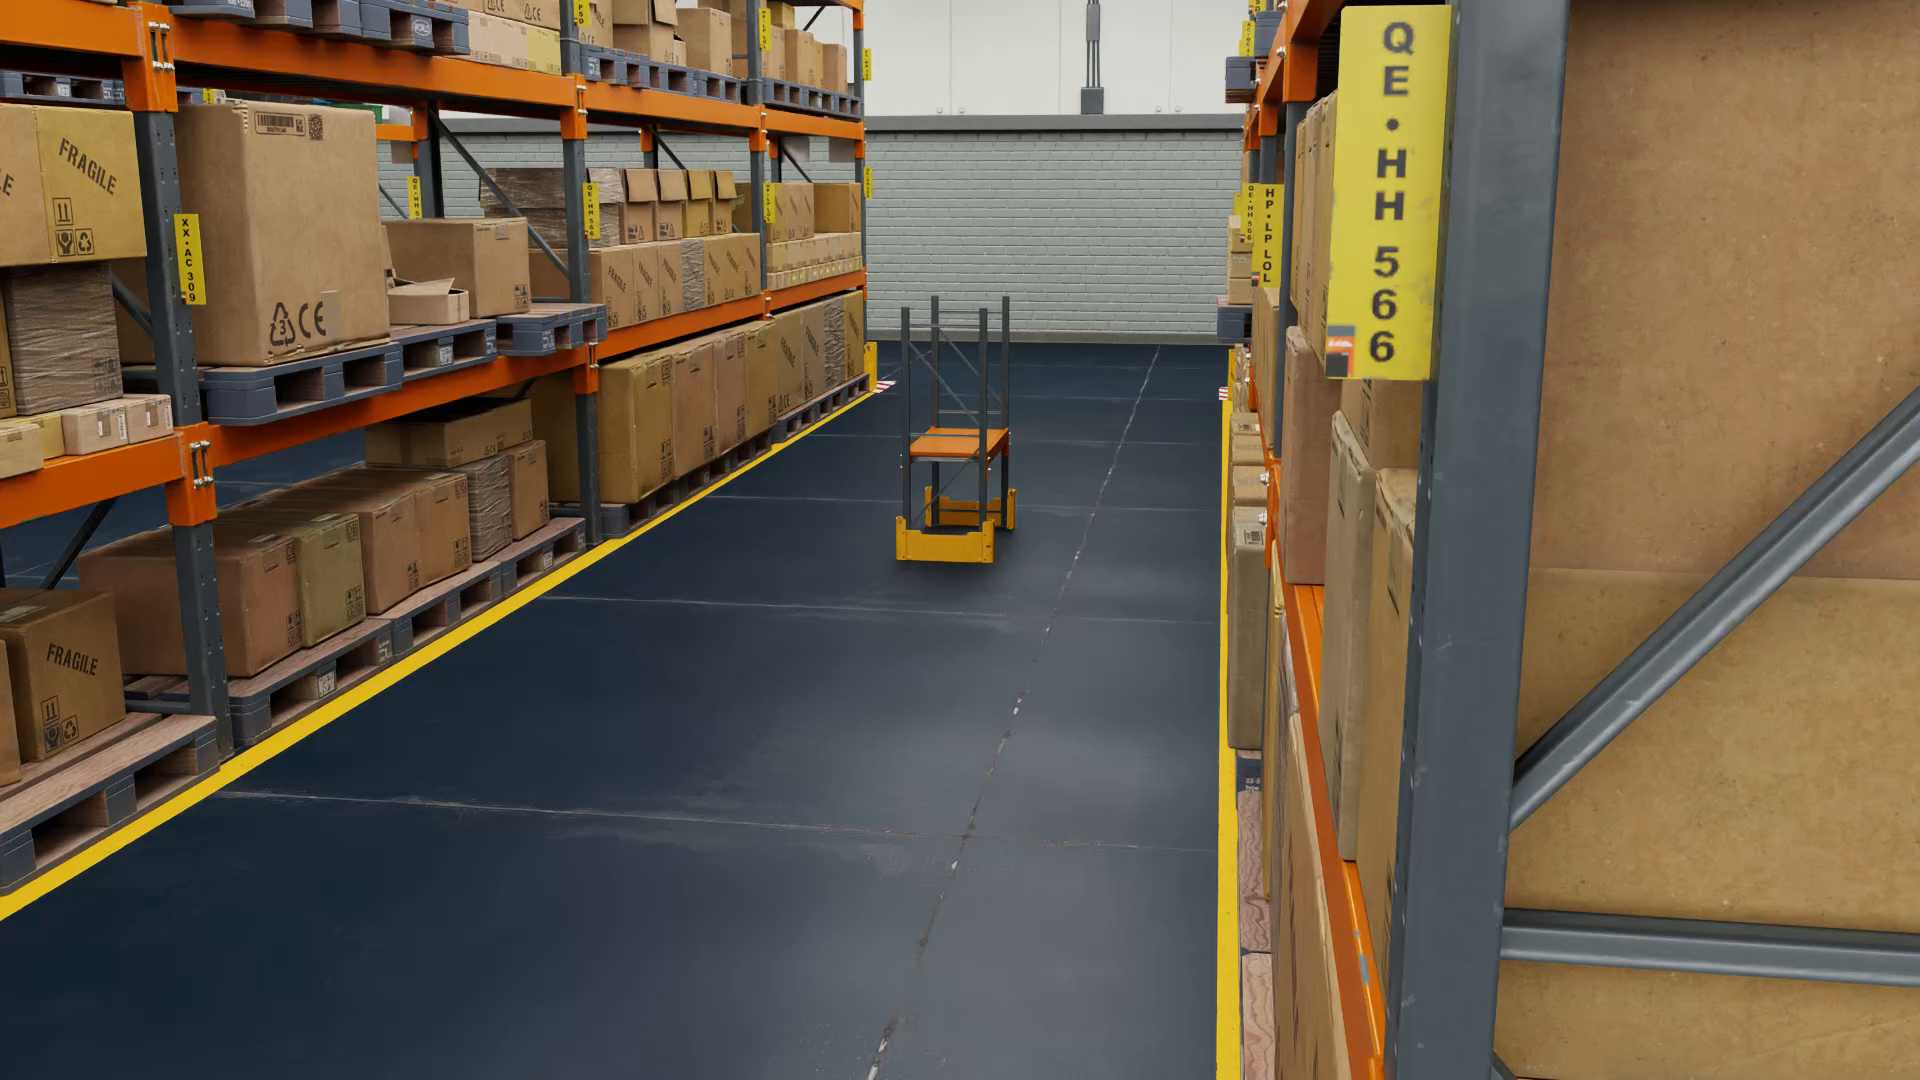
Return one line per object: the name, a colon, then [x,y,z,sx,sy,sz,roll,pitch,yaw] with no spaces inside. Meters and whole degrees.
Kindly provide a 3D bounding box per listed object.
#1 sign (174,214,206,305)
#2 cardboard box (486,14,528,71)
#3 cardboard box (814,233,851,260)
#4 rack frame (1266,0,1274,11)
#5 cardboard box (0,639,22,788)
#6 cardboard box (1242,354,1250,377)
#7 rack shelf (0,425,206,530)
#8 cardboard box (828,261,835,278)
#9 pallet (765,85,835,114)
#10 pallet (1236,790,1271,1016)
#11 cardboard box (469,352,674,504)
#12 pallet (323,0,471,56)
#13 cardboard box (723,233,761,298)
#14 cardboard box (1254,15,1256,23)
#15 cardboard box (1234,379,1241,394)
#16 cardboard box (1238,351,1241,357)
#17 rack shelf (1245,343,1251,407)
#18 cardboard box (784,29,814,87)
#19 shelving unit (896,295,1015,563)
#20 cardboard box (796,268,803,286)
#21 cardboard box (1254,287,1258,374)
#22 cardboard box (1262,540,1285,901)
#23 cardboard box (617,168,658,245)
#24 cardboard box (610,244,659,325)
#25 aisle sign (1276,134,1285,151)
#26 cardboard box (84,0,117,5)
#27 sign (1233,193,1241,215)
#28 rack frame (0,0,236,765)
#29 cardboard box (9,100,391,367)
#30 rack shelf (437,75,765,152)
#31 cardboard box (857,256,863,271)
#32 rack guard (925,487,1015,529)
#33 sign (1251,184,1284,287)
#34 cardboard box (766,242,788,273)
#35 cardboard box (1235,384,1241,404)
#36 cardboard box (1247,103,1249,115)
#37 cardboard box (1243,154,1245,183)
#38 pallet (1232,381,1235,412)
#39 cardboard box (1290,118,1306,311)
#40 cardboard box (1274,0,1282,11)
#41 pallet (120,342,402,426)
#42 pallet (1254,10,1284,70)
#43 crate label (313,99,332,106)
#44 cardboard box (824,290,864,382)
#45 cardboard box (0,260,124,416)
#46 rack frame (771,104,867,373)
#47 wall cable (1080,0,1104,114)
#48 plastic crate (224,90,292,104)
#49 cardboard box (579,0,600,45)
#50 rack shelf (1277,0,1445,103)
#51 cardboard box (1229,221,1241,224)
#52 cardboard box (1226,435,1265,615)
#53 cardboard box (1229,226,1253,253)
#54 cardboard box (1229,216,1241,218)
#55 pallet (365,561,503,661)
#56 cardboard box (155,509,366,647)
sign: [-2.816,-1.025,6.074,0.100,0.325,0.005,2,12,9]
cardboard box: [-2.632,-2.633,8.825,0.500,0.250,0.500,2,12,8]
cardboard box: [-1.399,-2.973,16.817,0.500,0.250,0.500,2,12,8]
rack frame: [2.147,-4.201,8.627,1.000,3.000,0.127,2,12,9]
cardboard box: [-3.535,0.601,5.523,0.500,0.500,0.500,6,14,27]
cardboard box: [2.308,-1.195,12.074,0.500,0.250,0.500,2,12,10]
rack shelf: [-3.661,0.150,4.383,1.077,0.370,4.000,2,12,9]
cardboard box: [-1.432,-2.641,16.226,0.380,0.149,0.250,2,12,9]
pallet: [-1.797,-4.129,15.623,1.003,0.211,1.213,2,12,9]
pallet: [1.338,1.083,4.967,1.003,0.211,1.213,2,12,9]
cardboard box: [-2.611,-0.760,10.946,1.225,0.875,0.875,1,12,6]
pallet: [-2.997,-2.333,7.525,1.213,0.211,1.003,2,12,9]
cardboard box: [-1.925,-2.226,13.463,0.500,0.500,0.500,2,12,9]
cardboard box: [2.395,-3.506,11.280,0.797,0.503,0.637,2,12,8]
cardboard box: [2.843,-1.488,16.048,0.380,0.149,0.250,2,12,9]
cardboard box: [2.779,-1.664,15.451,0.380,0.149,0.250,2,12,10]
rack shelf: [2.455,-1.333,11.267,1.077,0.370,4.000,2,12,9]
cardboard box: [-1.754,-4.433,15.352,0.700,0.500,0.500,2,12,11]
shelving unit: [-0.012,-0.717,10.262,0.587,1.500,1.083,2,12,9]
cardboard box: [-1.630,-2.375,14.991,0.380,0.149,0.250,2,12,7]
cardboard box: [1.658,-1.022,7.877,0.500,0.500,0.500,2,12,9]
cardboard box: [1.366,0.526,4.978,0.875,0.875,0.875,2,12,10]
cardboard box: [-2.507,-2.277,11.319,0.797,0.503,0.637,2,12,10]
cardboard box: [-2.317,-1.699,11.019,0.500,0.500,0.500,2,12,7]
aisle sign: [3.093,-4.230,16.829,0.394,0.787,0.004,2,12,9]
cardboard box: [-3.165,-1.907,5.459,0.500,0.250,0.500,2,12,11]
sign: [2.842,-3.375,16.977,0.100,0.325,0.005,2,12,9]
rack frame: [-3.353,-0.618,6.239,1.000,3.000,0.127,2,12,9]
cardboard box: [-3.093,-1.277,6.878,1.000,1.000,1.000,2,12,9]
rack shelf: [-2.430,-2.981,11.794,1.077,0.370,4.000,2,12,9]
cardboard box: [-1.237,-2.908,17.463,0.380,0.149,0.250,2,12,10]
rack guard: [0.065,-0.210,10.874,0.587,0.250,0.087,2,12,9]
sign: [0.995,-0.979,5.354,0.100,0.325,0.005,2,12,9]
cardboard box: [-1.792,-2.444,14.365,0.500,0.250,0.500,2,12,8]
cardboard box: [2.550,-1.247,14.225,0.380,0.149,0.250,1,12,7]
cardboard box: [2.814,-3.917,14.787,0.500,0.250,0.500,2,12,8]
cardboard box: [2.642,-2.999,13.971,0.500,0.500,0.500,1,12,7]
pallet: [3.206,-1.387,16.428,1.003,0.211,1.213,2,12,9]
cardboard box: [1.442,-0.961,4.915,0.875,0.550,0.550,2,12,9]
cardboard box: [1.819,-2.802,8.232,0.500,0.311,0.500,2,12,9]
pallet: [-3.092,-0.678,6.976,1.003,0.211,1.213,2,12,9]
pallet: [2.101,-2.507,8.333,1.213,0.211,1.003,2,12,11]
crate label: [-6.863,-4.488,17.432,0.408,0.251,0.502,2,12,9]
cardboard box: [-1.527,-2.146,17.380,0.875,0.875,0.875,2,12,9]
cardboard box: [-3.483,-0.720,5.772,0.875,0.500,0.500,2,12,9]
rack frame: [-1.508,-3.116,17.830,1.000,3.000,0.127,2,12,9]
wall cable: [2.768,-8.686,21.803,2.277,5.999,0.120,2,12,9]
plastic crate: [-6.555,-4.096,15.567,0.497,0.269,0.590,2,12,9]
cardboard box: [-2.715,-3.302,10.332,0.797,0.503,0.637,3,12,12]
rack shelf: [1.225,-1.134,3.224,1.077,0.370,4.000,2,12,9]
cardboard box: [1.971,-2.028,10.970,0.380,0.149,0.250,2,12,11]
cardboard box: [1.834,-0.068,8.033,1.050,0.750,0.750,2,12,10]
cardboard box: [1.770,-1.759,9.721,0.380,0.149,0.250,1,12,6]
cardboard box: [2.211,-2.349,12.461,0.380,0.149,0.250,2,12,10]
pallet: [-3.050,0.329,8.467,1.003,0.211,1.213,2,12,9]
cardboard box: [-3.146,0.164,7.504,0.700,0.500,0.500,2,12,8]
